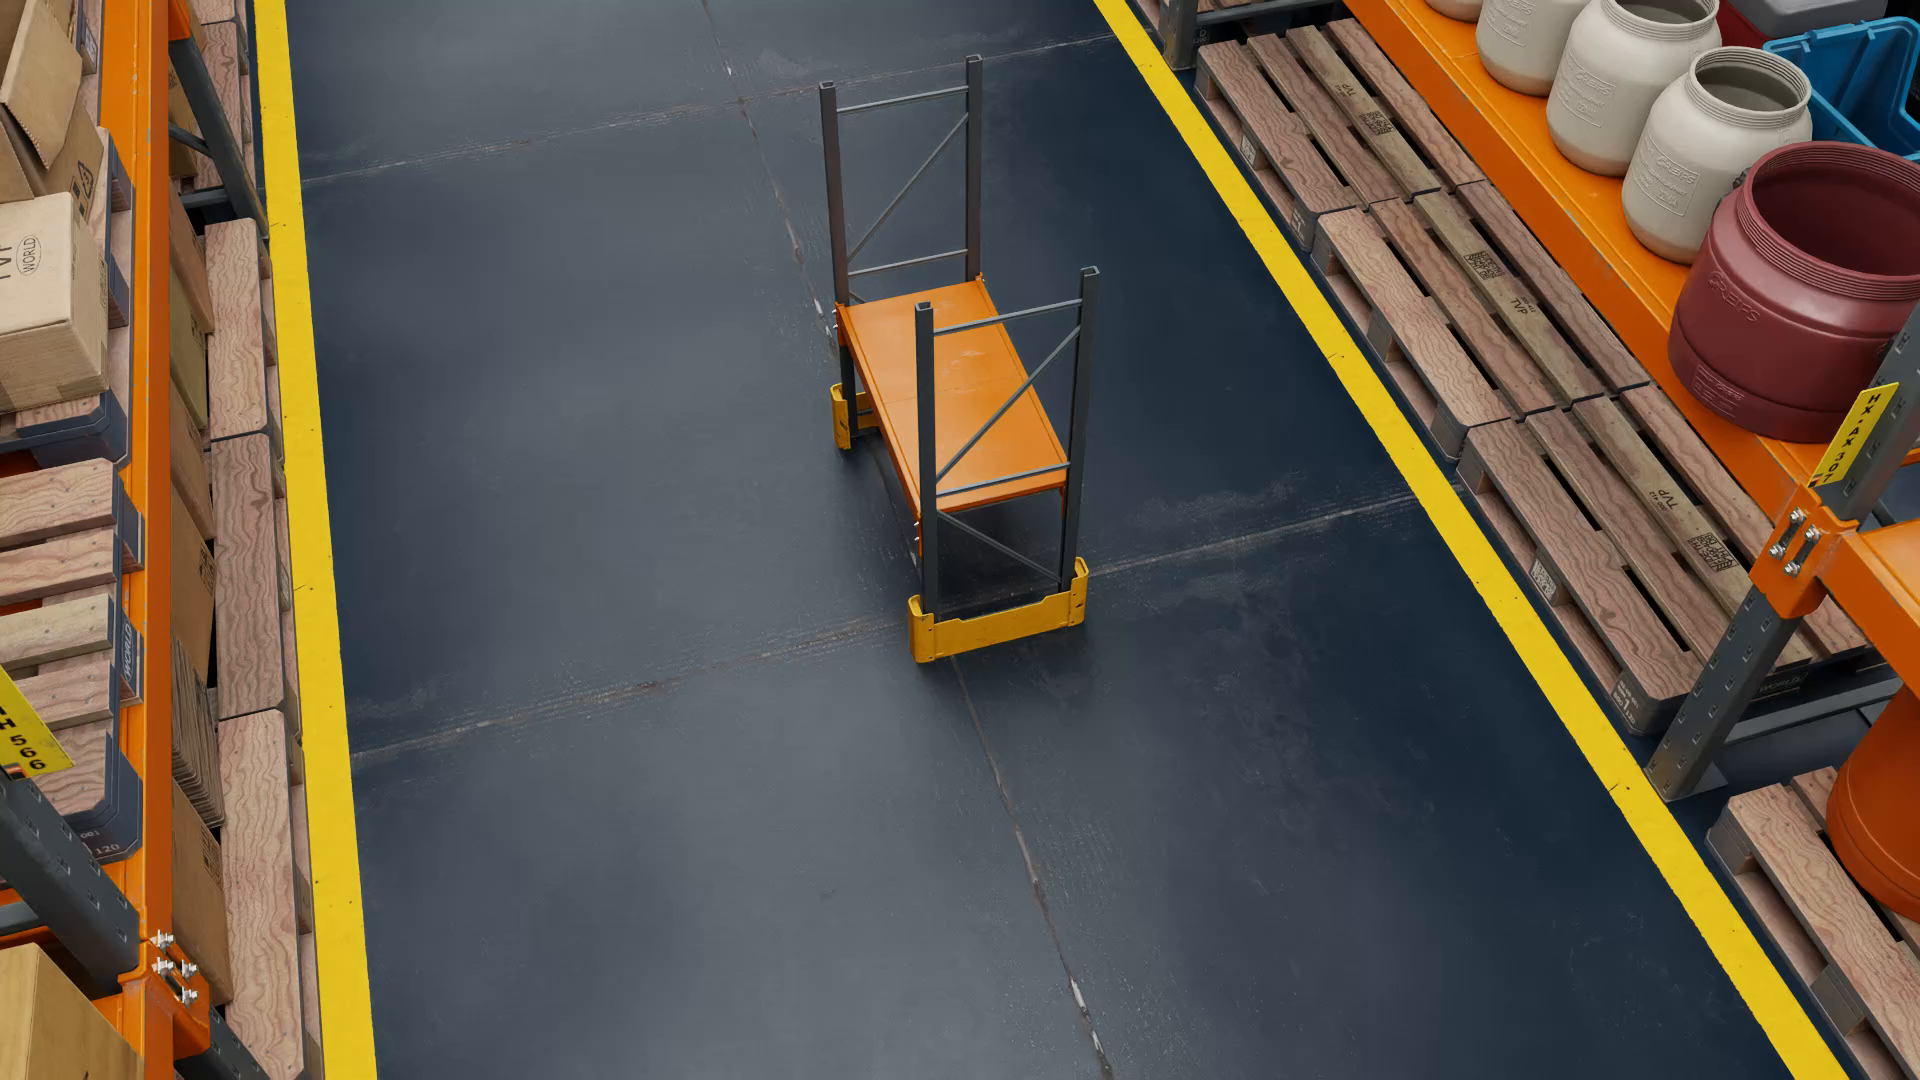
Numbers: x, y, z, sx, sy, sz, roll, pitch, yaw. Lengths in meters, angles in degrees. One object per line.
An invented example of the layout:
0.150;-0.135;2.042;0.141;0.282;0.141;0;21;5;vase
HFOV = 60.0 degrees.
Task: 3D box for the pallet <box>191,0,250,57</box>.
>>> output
-3.906;-2.596;7.800;1.003;0.211;1.213;-13;51;-11;pallet

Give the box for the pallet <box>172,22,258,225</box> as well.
-3.541;-1.703;7.048;1.003;0.211;1.213;-13;51;-11;pallet

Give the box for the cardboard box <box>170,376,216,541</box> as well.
-2.859;-0.241;5.338;0.700;0.500;0.500;-17;52;-14;cardboard box

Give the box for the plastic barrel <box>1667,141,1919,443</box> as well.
2.179;-0.632;4.232;0.600;0.536;0.708;-13;51;-11;plastic barrel

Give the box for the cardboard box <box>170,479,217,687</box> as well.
-2.694;0.167;4.995;0.700;0.500;0.500;-9;51;-8;cardboard box

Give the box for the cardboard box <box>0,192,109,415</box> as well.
-2.402;-0.561;4.084;0.500;0.250;0.500;-15;51;-12;cardboard box

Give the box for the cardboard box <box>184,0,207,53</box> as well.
-3.566;-2.167;6.975;0.500;0.500;0.500;1;50;1;cardboard box

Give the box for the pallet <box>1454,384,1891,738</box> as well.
2.413;0.007;5.606;1.003;0.211;1.213;-13;51;-11;pallet

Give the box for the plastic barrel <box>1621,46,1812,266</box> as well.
2.097;-1.057;4.606;0.421;0.512;0.421;0;50;0;plastic barrel

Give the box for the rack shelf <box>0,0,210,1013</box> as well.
-2.717;-0.427;4.618;1.077;0.370;4.000;-13;51;-11;rack shelf

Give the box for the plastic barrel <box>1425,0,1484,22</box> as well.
1.713;-1.999;5.384;0.433;0.535;0.433;0;50;0;plastic barrel

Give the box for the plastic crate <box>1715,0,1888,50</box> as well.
2.420;-1.588;5.085;0.402;0.464;0.583;-13;51;-11;plastic crate

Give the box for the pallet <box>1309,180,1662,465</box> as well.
2.056;-0.883;6.356;1.003;0.211;1.213;-13;51;-11;pallet

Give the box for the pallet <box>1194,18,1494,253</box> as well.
1.692;-1.776;7.109;1.003;0.211;1.213;-13;51;-11;pallet

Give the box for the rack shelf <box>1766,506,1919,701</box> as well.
3.197;1.375;3.100;1.077;0.370;4.000;-13;51;-11;rack shelf

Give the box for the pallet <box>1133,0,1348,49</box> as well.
1.264;-2.840;8.006;1.003;0.211;1.213;-13;51;-11;pallet

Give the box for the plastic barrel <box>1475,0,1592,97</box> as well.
1.841;-1.683;5.118;0.433;0.535;0.433;0;50;0;plastic barrel

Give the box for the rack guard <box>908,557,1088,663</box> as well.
0.125;0.227;5.395;0.587;0.250;0.087;-13;51;-11;rack guard

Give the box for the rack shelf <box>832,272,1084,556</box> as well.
-0.025;-0.430;5.367;0.538;0.185;1.000;-13;51;-11;rack shelf

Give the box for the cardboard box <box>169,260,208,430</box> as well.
-3.025;-0.649;5.683;0.700;0.500;0.500;-14;51;-11;cardboard box

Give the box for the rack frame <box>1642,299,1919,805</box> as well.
2.605;-0.318;4.056;1.000;3.000;0.127;-13;51;-11;rack frame

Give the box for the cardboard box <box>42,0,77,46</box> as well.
-3.208;-1.836;4.669;1.000;1.000;1.000;-13;51;-11;cardboard box

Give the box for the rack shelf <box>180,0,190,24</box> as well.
-3.900;-3.348;7.081;1.077;0.370;4.000;-13;51;-11;rack shelf

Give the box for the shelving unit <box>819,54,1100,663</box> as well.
-0.023;-0.539;5.224;0.587;1.500;1.083;-13;51;-11;shelving unit

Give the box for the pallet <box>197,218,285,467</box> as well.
-3.077;-0.652;6.162;1.003;0.211;1.213;-13;51;-11;pallet

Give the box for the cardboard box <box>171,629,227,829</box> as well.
-2.519;0.579;4.647;0.700;0.500;0.500;-17;52;-14;cardboard box

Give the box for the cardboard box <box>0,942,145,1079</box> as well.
-1.743;1.074;2.817;0.500;0.500;0.500;-12;51;-10;cardboard box

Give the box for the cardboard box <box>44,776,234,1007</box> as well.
-2.343;0.981;4.308;0.700;0.500;0.500;-16;52;-13;cardboard box

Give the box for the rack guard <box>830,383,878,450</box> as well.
-0.170;-0.500;6.008;0.587;0.250;0.087;-13;51;-11;rack guard

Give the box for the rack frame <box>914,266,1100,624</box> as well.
0.125;-0.174;4.916;0.500;1.500;0.032;-13;51;-11;rack frame

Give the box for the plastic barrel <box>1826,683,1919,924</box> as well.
2.766;0.600;4.427;0.600;0.830;0.708;-13;51;-11;plastic barrel

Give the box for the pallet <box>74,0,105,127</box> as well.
-3.222;-1.466;5.150;1.003;0.211;1.213;-13;51;-11;pallet

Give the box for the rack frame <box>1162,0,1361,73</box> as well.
1.423;-3.239;6.519;1.000;3.000;0.127;-13;51;-11;rack frame

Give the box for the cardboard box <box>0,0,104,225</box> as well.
-2.708;-1.043;4.325;0.797;0.503;0.637;-9;50;-7;cardboard box

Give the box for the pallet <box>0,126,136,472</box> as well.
-2.750;-0.573;4.396;1.003;0.211;1.213;-13;51;-11;pallet

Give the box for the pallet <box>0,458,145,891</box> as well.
-2.438;0.368;3.604;1.213;0.211;1.003;-13;51;-11;pallet

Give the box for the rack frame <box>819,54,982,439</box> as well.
-0.176;-0.917;5.542;0.500;1.500;0.032;-13;51;-11;rack frame

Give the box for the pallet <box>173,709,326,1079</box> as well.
-2.356;1.130;4.659;1.003;0.211;1.213;-13;51;-11;pallet

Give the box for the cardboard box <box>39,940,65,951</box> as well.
-2.353;0.742;4.019;0.500;0.250;0.500;-11;51;-9;cardboard box

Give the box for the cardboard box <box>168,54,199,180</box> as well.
-3.389;-1.750;6.624;0.500;0.500;0.500;-15;51;-12;cardboard box

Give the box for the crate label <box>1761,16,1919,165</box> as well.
2.570;-1.116;4.706;0.502;0.435;0.616;-13;51;-11;crate label

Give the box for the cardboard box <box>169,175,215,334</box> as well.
-3.148;-1.002;5.980;0.700;0.500;0.500;-17;52;-14;cardboard box

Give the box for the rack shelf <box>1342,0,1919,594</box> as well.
2.014;-1.547;5.562;1.077;0.370;4.000;-13;51;-11;rack shelf

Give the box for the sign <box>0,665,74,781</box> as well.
-1.597;0.301;2.777;0.100;0.325;0.005;-13;51;-11;sign

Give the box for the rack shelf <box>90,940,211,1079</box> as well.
-1.535;2.495;2.155;1.077;0.370;4.000;-13;51;-11;rack shelf

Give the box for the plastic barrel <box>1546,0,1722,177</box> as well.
1.973;-1.364;4.865;0.421;0.512;0.421;0;50;0;plastic barrel

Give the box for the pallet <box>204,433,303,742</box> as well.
-2.713;0.240;5.409;1.003;0.211;1.213;-13;51;-11;pallet

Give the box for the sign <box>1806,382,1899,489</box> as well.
2.082;-0.241;3.884;0.100;0.325;0.005;-13;51;-11;sign

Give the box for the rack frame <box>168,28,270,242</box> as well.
-3.309;-2.119;5.575;1.000;3.000;0.127;-13;51;-11;rack frame

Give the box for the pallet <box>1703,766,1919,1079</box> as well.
2.878;1.147;4.645;1.003;0.211;1.213;-13;51;-11;pallet
